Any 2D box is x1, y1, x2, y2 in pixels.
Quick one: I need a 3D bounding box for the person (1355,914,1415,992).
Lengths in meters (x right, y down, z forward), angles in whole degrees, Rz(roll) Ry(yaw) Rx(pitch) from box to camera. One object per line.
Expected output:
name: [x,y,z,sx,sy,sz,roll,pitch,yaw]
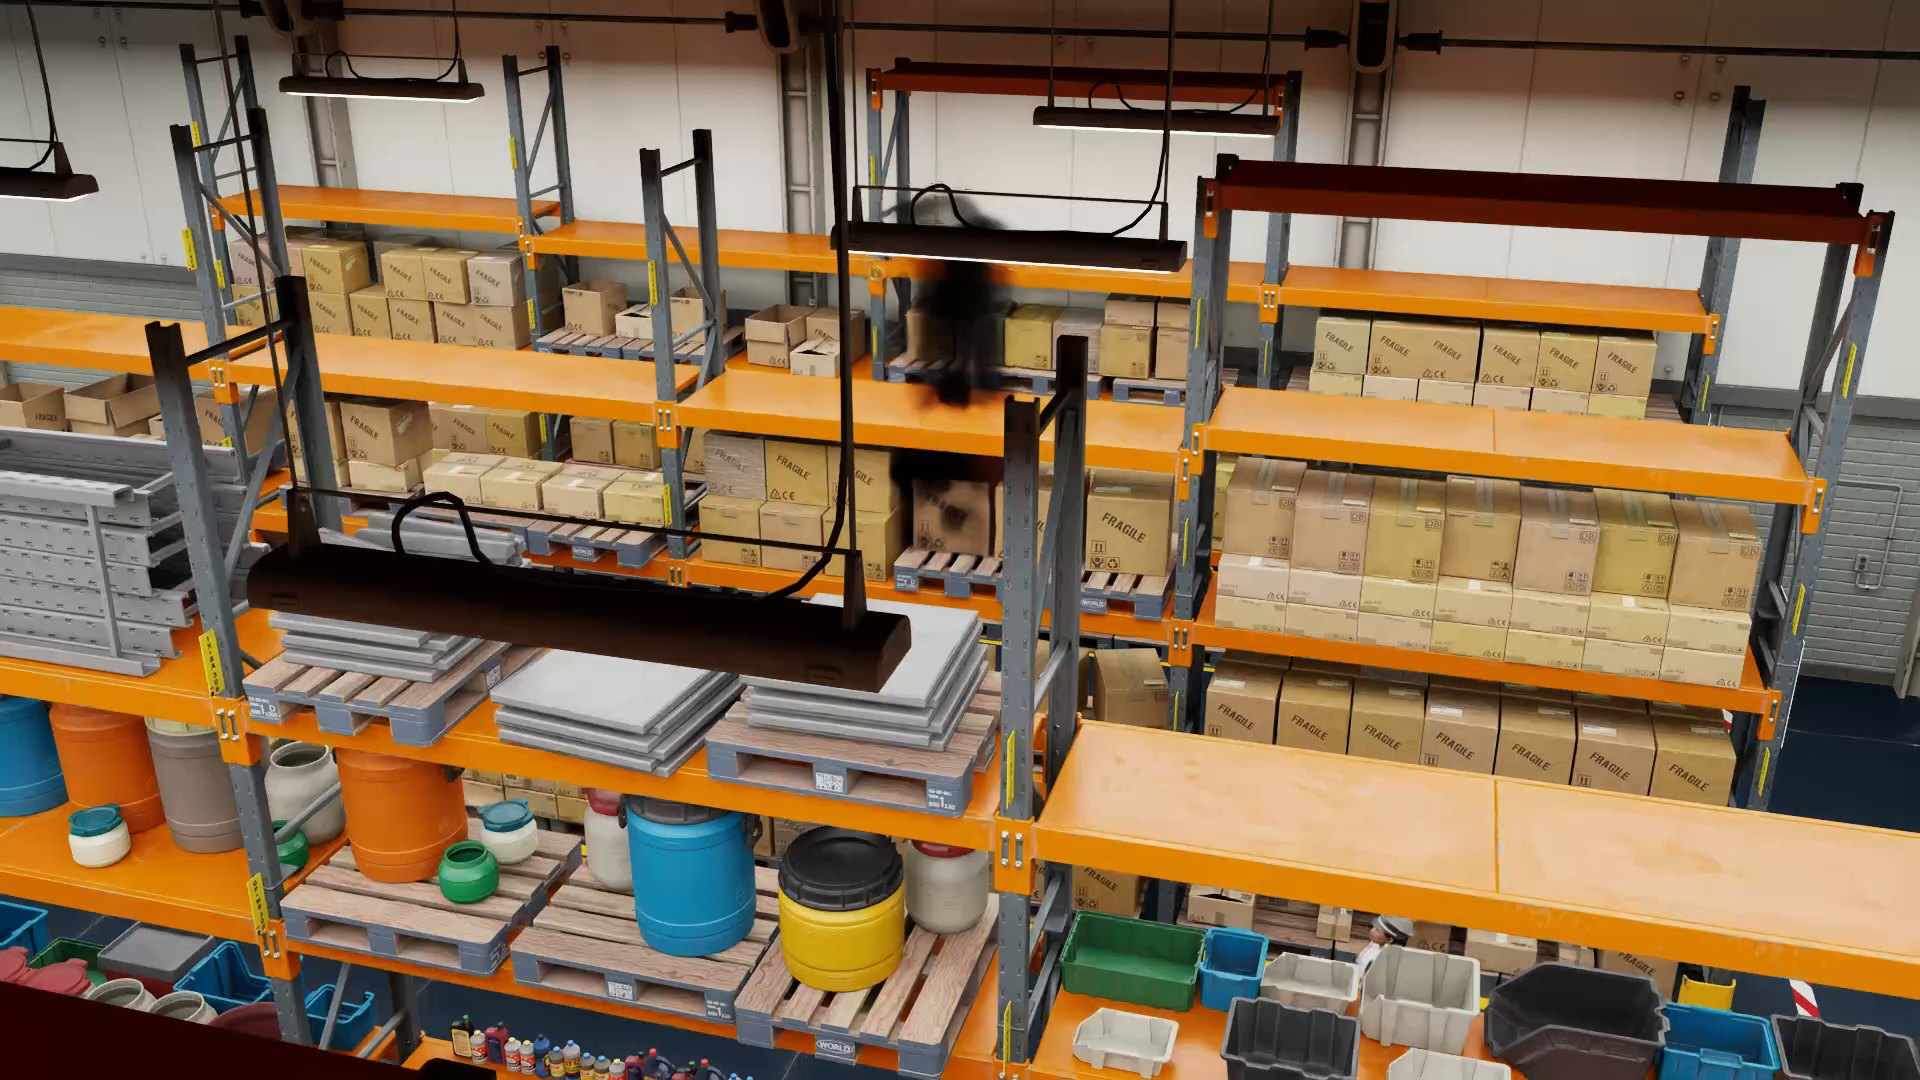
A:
person: [2.786,3.147,11.034,0.724,1.654,0.606,4,23,8]
